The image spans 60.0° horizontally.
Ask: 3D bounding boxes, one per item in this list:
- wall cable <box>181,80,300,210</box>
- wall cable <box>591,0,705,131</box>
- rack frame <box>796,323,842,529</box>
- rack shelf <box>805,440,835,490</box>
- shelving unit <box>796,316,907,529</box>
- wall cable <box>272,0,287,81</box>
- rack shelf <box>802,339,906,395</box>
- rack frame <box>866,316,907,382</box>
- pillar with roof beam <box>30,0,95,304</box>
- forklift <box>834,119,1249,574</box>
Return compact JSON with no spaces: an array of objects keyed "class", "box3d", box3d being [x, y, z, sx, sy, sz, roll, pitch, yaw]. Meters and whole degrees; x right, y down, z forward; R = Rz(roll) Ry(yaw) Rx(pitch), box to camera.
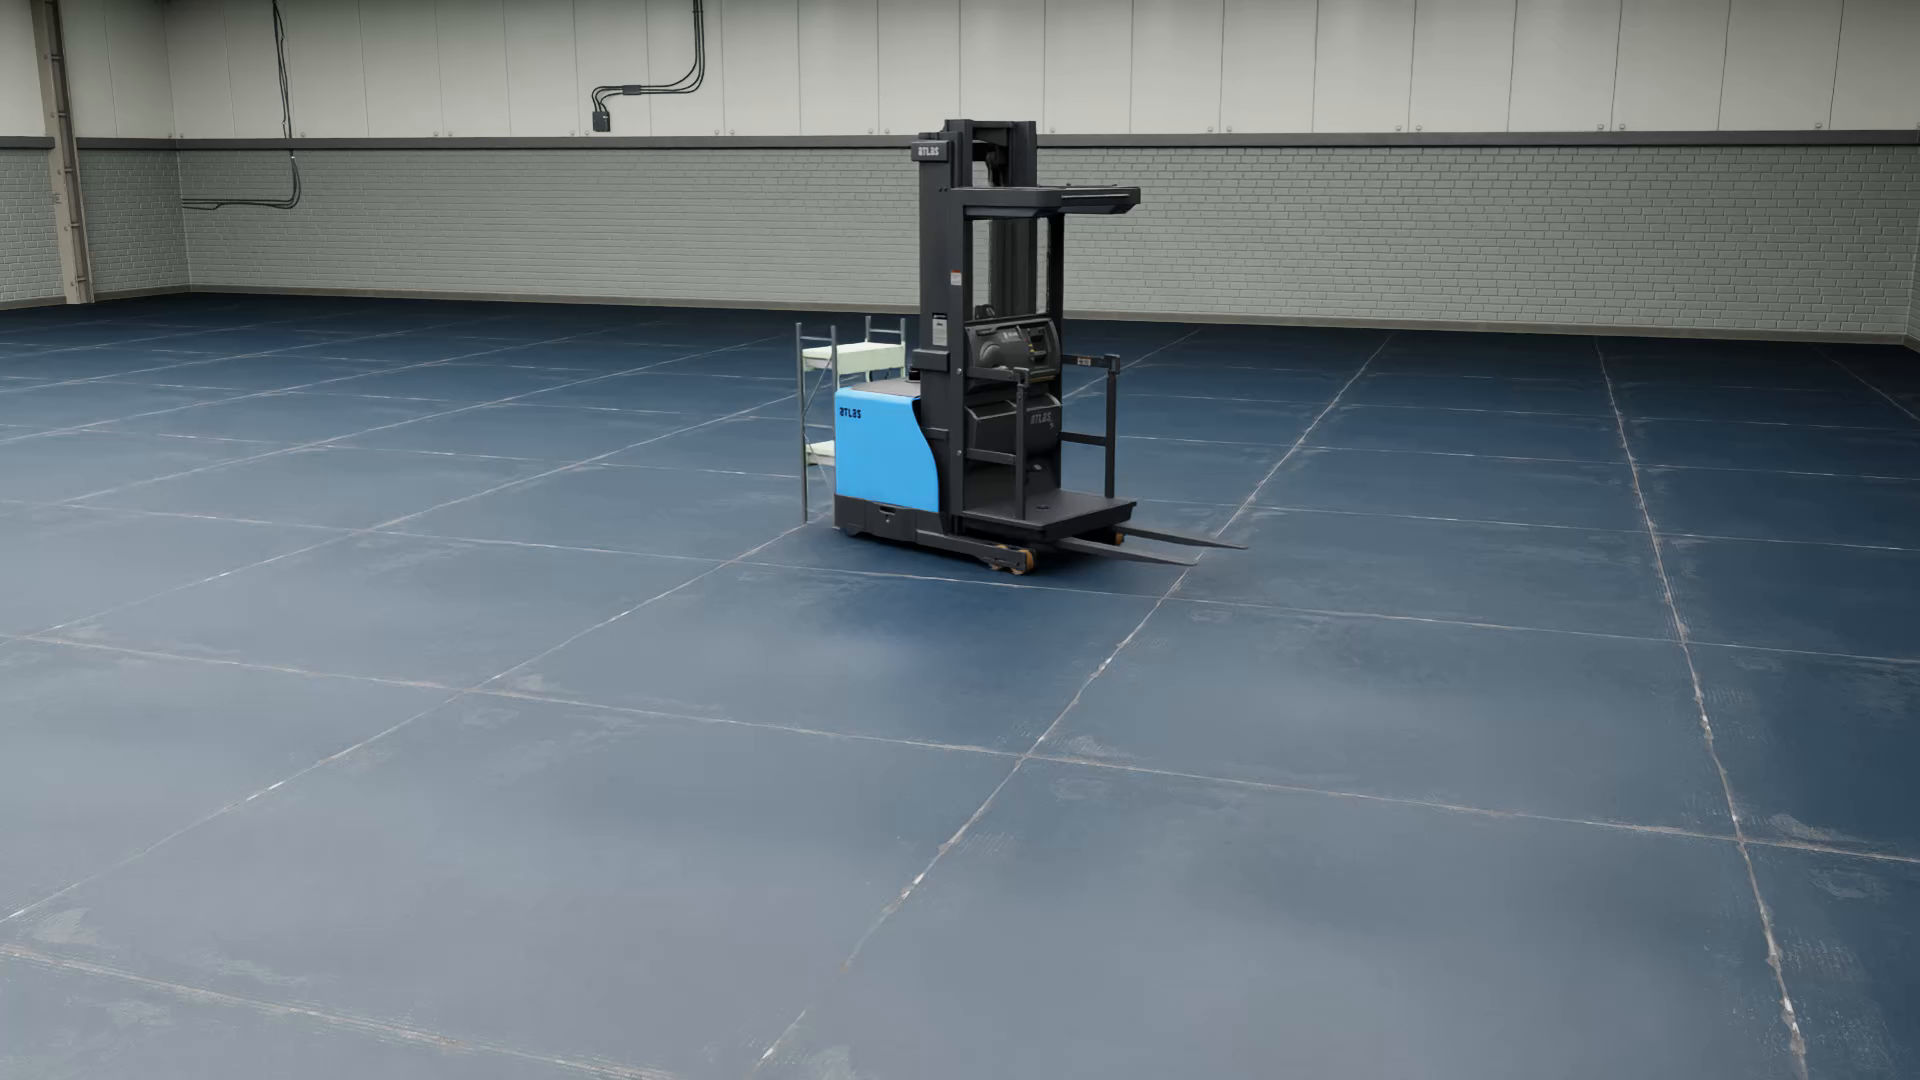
[{"class":"wall cable","box3d":[-14.677,-7.945,33.553,3.097,2.526,0.112,4,14,18]},{"class":"wall cable","box3d":[-5.699,-10.430,29.820,2.305,6.003,0.169,4,14,18]},{"class":"rack frame","box3d":[-1.041,-0.840,12.280,0.400,1.500,0.023,10,16,40]},{"class":"rack shelf","box3d":[-0.796,-0.582,12.618,0.431,0.370,0.720,10,16,40]},{"class":"shelving unit","box3d":[-0.800,-0.901,12.549,0.431,1.500,0.755,10,16,40]},{"class":"wall cable","box3d":[-12.117,-10.213,32.138,3.097,2.526,0.112,4,14,18]},{"class":"rack shelf","box3d":[-0.804,-1.282,12.466,0.431,0.370,0.720,10,16,40]},{"class":"rack frame","box3d":[-0.558,-0.962,12.817,0.400,1.500,0.023,10,16,40]},{"class":"pillar with roof beam","box3d":[-12.808,-8.624,29.549,9.100,9.000,0.400,4,14,18]},{"class":"forklift","box3d":[0.524,-1.334,11.247,3.031,2.935,1.130,11,17,40]}]
